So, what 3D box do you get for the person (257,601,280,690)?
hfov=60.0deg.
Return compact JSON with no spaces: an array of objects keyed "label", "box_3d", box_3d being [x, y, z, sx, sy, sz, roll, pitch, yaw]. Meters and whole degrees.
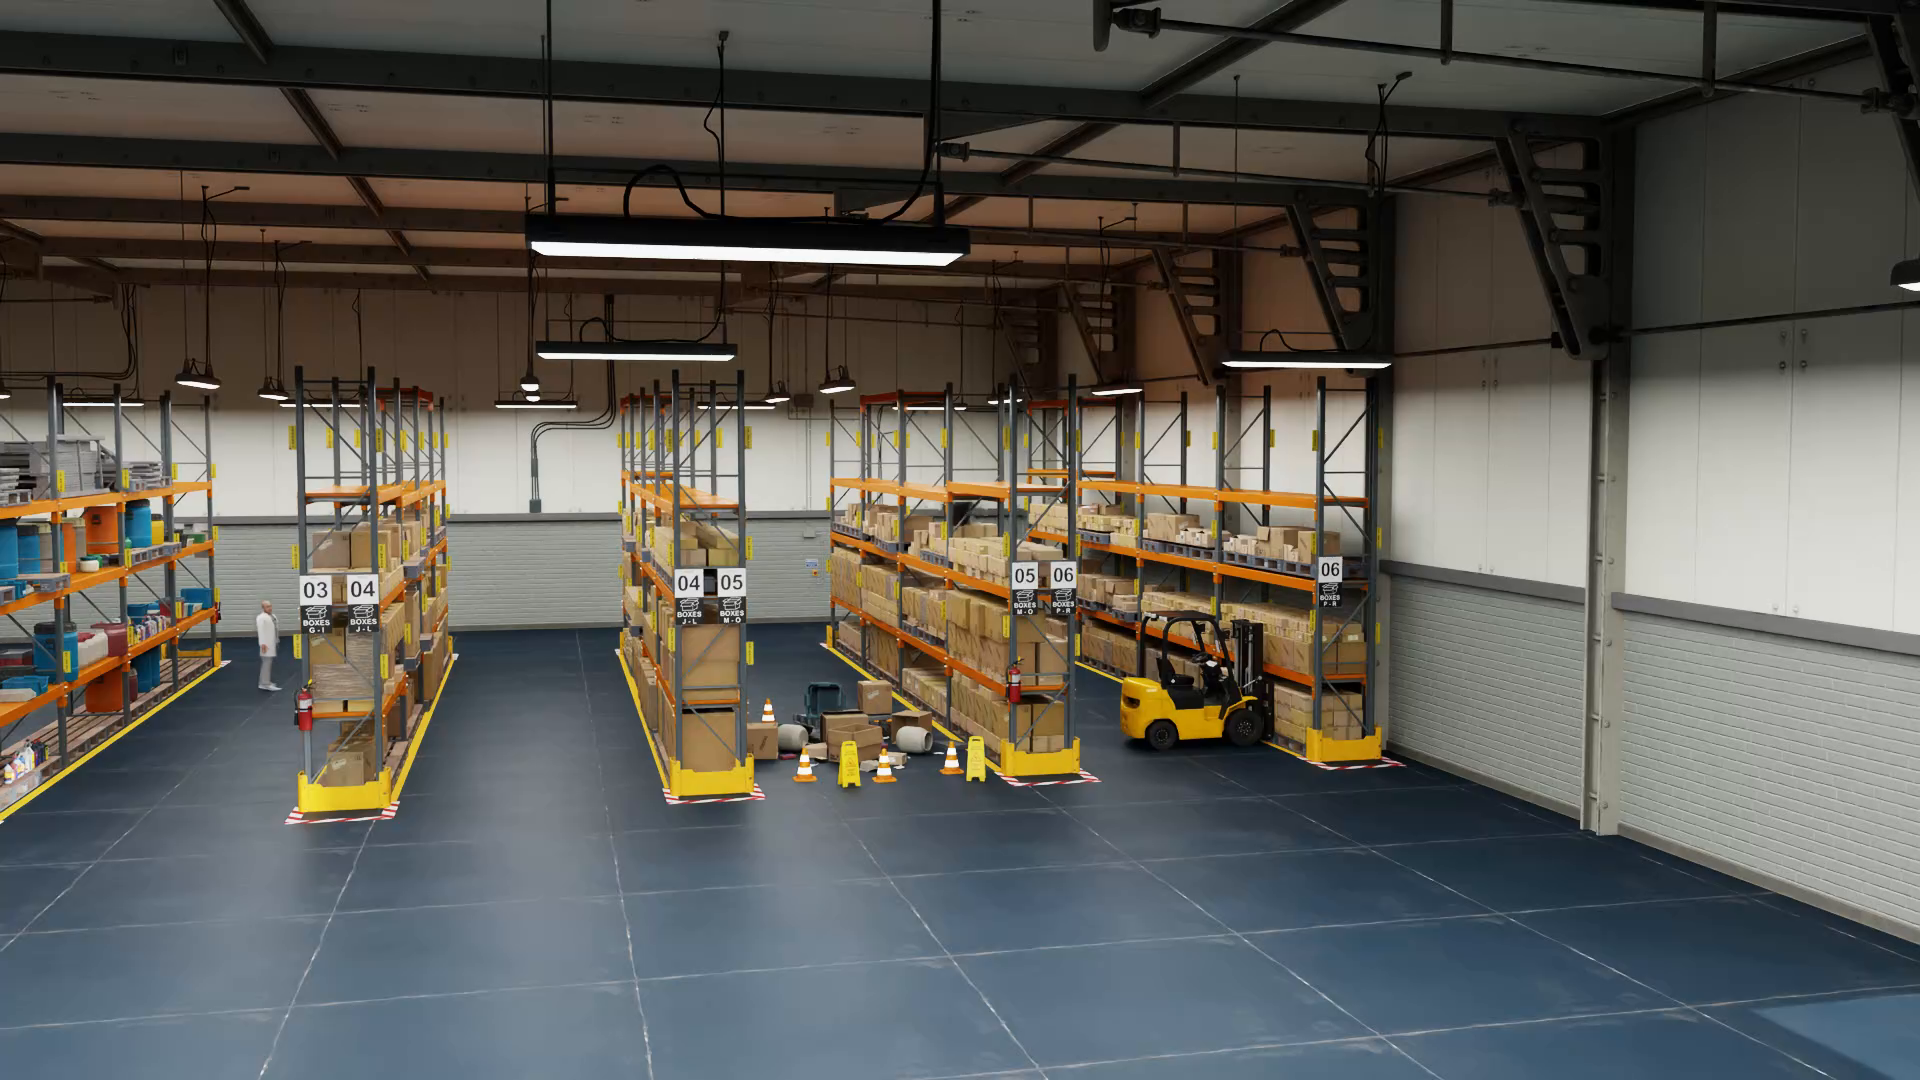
[{"label":"person","box_3d":[-13.929,2.146,33.477,0.424,1.759,0.629,-1,3,-8]}]
